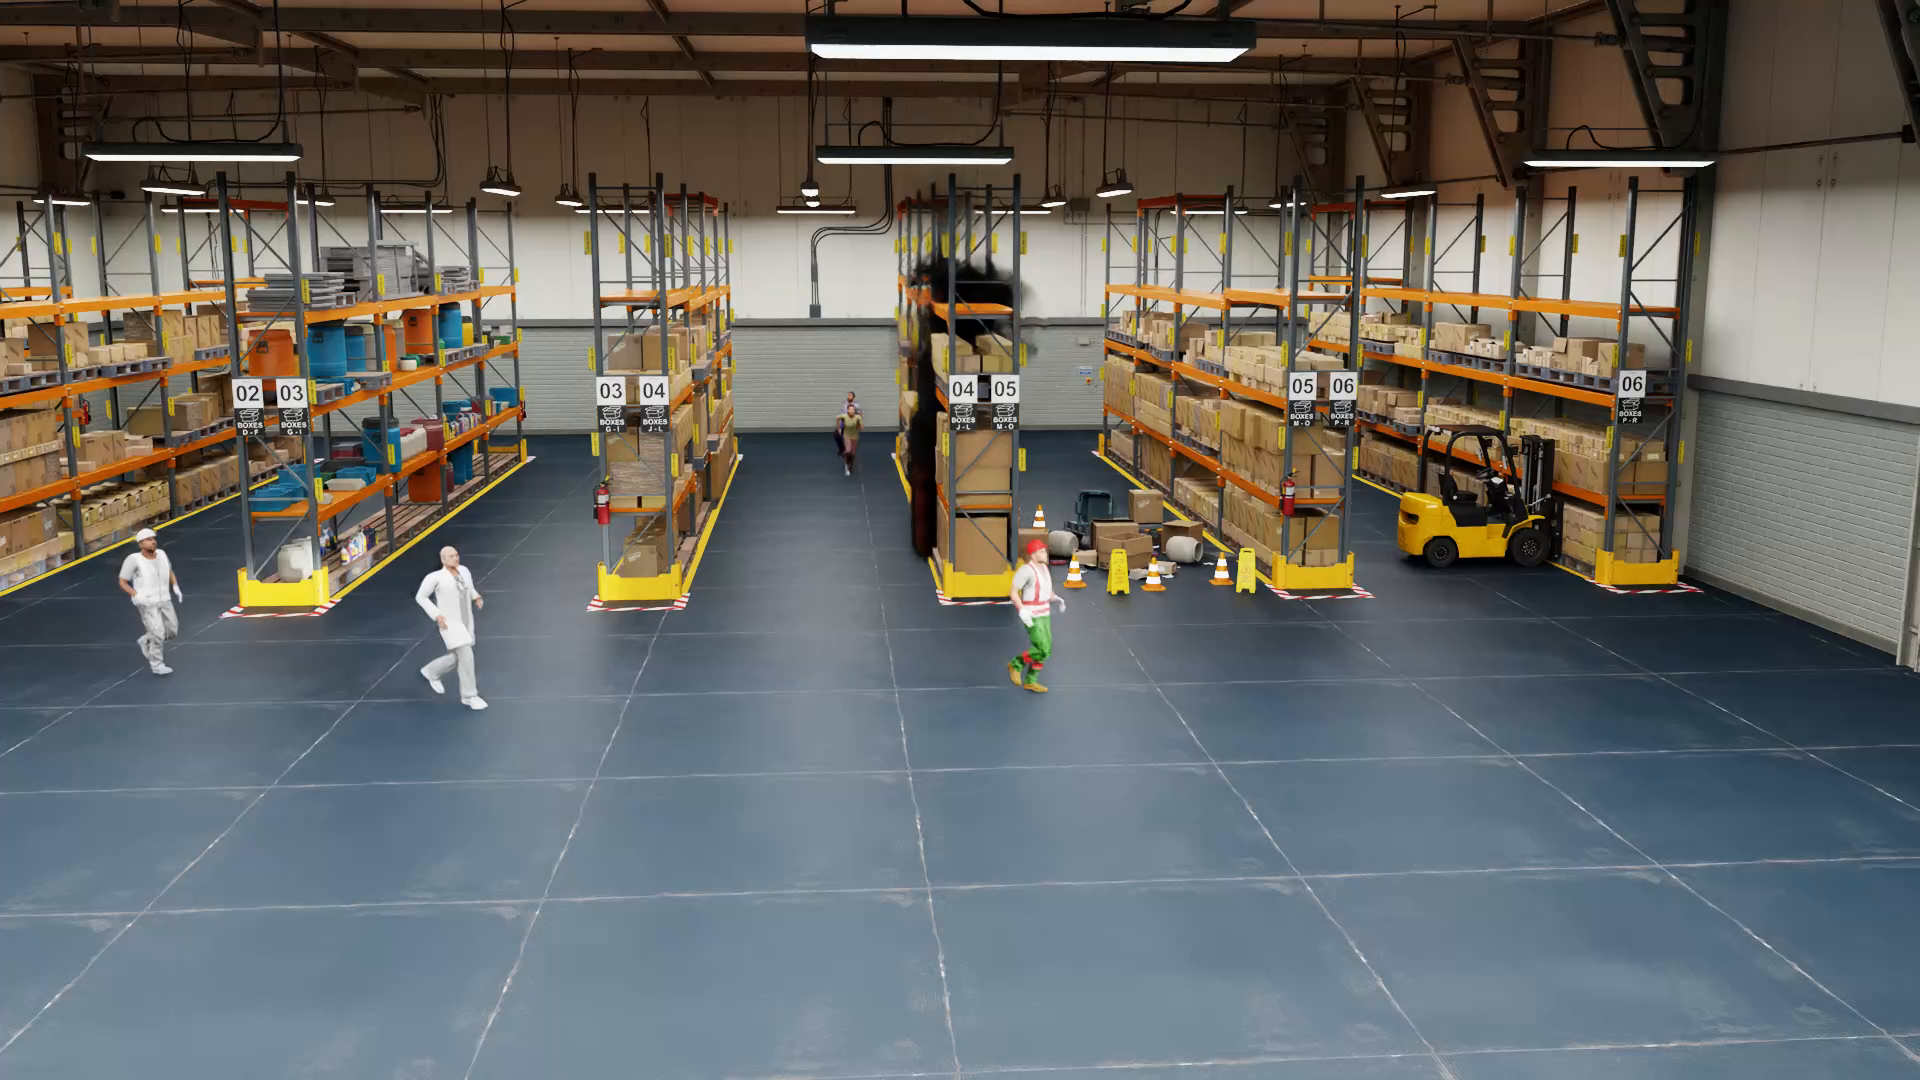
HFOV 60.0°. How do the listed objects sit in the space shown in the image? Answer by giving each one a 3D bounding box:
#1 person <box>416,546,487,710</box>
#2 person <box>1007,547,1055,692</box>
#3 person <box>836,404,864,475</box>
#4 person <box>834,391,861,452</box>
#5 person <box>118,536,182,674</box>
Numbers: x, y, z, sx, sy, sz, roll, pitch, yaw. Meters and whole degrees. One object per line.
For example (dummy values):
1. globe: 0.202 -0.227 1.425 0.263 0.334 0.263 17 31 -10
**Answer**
1. person: -5.588 0.941 18.318 0.928 1.784 0.699 5 11 26
2. person: 0.803 0.870 18.899 0.464 1.703 0.673 6 12 30
3. person: -2.410 -2.200 36.511 0.568 1.594 0.784 -2 10 -13
4. person: -2.657 -2.785 39.687 0.644 1.521 0.551 7 12 33
5. person: -9.580 0.736 19.646 0.641 1.702 0.730 5 11 24
